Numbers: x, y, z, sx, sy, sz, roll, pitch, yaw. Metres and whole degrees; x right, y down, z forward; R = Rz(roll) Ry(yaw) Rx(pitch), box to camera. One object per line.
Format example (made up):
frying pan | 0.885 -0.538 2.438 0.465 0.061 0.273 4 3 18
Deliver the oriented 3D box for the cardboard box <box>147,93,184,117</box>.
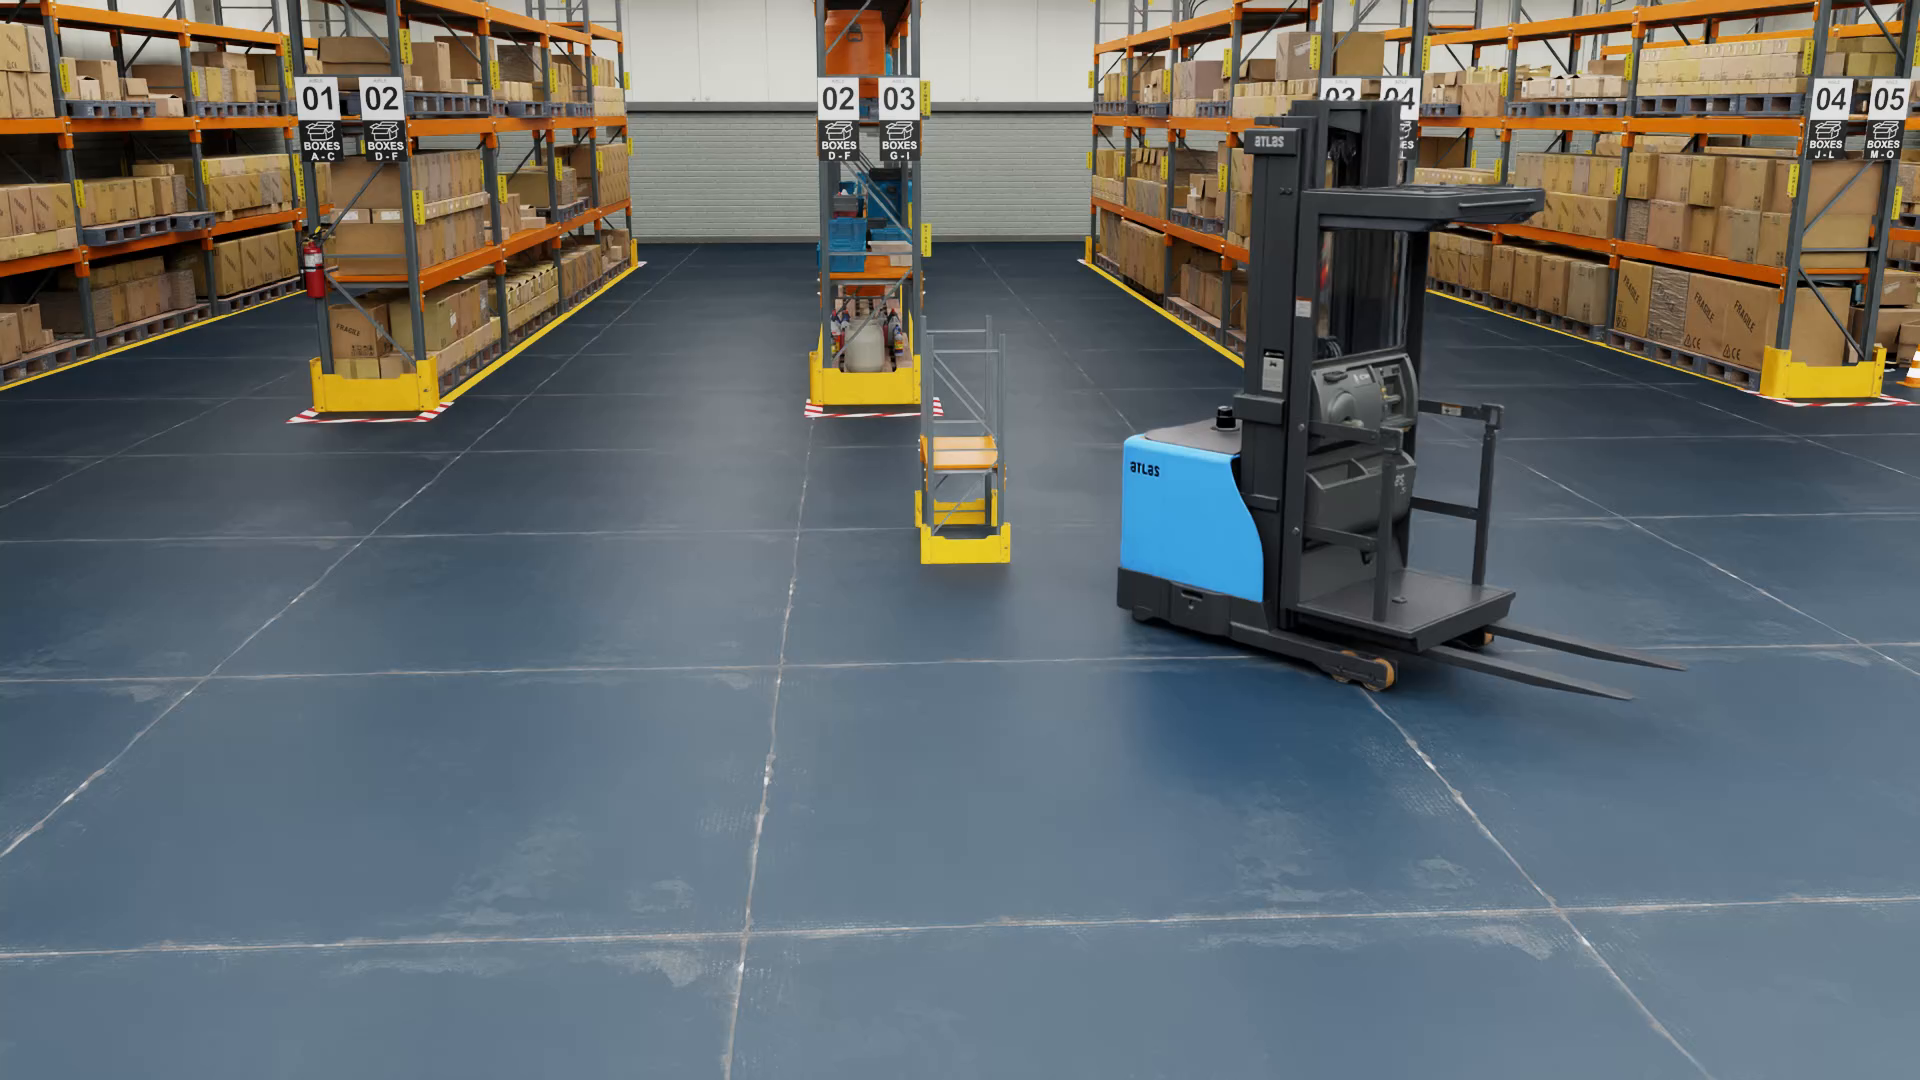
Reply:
cardboard box | -10.957 -5.933 22.686 0.500 0.311 0.500 -1 14 -3

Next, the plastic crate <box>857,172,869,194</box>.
plastic crate | -1.672 -6.797 31.734 0.616 0.435 0.499 -1 14 -3

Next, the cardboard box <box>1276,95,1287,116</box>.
cardboard box | 3.715 -4.677 17.964 0.500 0.250 0.500 -1 14 -2

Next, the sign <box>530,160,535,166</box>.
sign | -7.117 -6.170 27.750 0.100 0.325 0.005 -1 14 -3

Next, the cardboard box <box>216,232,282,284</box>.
cardboard box | -11.291 -4.465 26.333 0.750 0.750 0.750 0 14 -2

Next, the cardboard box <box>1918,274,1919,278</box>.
cardboard box | 13.530 -3.678 24.233 0.950 0.372 0.625 -1 14 -5

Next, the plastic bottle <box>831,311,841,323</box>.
plastic bottle | -1.500 -2.570 19.929 0.144 0.351 0.185 0 14 -2

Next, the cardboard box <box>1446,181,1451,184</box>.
cardboard box | 7.949 -5.632 26.461 0.380 0.149 0.250 -1 14 -2

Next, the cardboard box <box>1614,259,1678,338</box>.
cardboard box | 8.734 -2.992 20.556 0.875 0.875 0.875 -1 14 -3

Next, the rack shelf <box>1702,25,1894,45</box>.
rack shelf | 13.327 -7.932 26.542 1.077 0.370 4.000 -1 14 -3

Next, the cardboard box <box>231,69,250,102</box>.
cardboard box | -11.475 -7.040 25.765 0.700 0.500 0.500 -1 14 -4

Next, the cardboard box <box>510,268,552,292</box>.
cardboard box | -6.011 -3.654 23.259 0.500 0.311 0.500 -1 14 -4

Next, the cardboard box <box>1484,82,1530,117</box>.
cardboard box | 8.228 -6.609 24.973 0.500 0.500 0.500 -1 14 -3

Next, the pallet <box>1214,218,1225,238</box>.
pallet | 3.906 -4.023 21.528 1.003 0.211 1.213 -1 14 -3

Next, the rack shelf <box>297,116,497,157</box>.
rack shelf | -5.956 -4.379 17.948 1.077 0.370 4.000 -1 14 -3

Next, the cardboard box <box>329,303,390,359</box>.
cardboard box | -6.162 -2.141 16.996 0.500 0.500 0.500 -1 14 -3

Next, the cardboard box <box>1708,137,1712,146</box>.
cardboard box | 13.411 -7.059 29.433 0.380 0.149 0.250 -1 14 -3

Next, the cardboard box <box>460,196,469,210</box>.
cardboard box | -5.788 -3.817 18.838 0.380 0.149 0.250 -1 14 -4

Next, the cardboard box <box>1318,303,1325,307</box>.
cardboard box | 3.953 -2.521 19.478 0.500 0.500 0.500 -2 15 -8

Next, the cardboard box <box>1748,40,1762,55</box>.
cardboard box | 8.605 -5.218 17.628 0.380 0.149 0.250 -1 14 -2

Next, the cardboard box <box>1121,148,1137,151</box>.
cardboard box | 3.357 -7.225 31.788 0.500 0.500 0.500 -1 14 -3

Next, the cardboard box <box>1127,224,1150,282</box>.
cardboard box | 3.428 -4.707 27.220 1.225 0.875 0.875 -1 14 -5

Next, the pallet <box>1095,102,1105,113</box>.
pallet | 3.121 -8.133 31.276 1.003 0.211 1.213 -1 14 -3

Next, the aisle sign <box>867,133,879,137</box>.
aisle sign | -1.591 -8.113 31.821 0.394 0.787 0.004 -1 14 -3

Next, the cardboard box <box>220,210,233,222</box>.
cardboard box | -11.000 -4.793 24.598 0.380 0.149 0.250 0 14 -2

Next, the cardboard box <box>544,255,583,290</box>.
cardboard box | -6.135 -4.141 25.736 0.500 0.500 0.500 -1 14 -4

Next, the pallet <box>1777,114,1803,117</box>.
pallet | 13.358 -6.592 25.486 1.213 0.211 1.003 0 14 -1

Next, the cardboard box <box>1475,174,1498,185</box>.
cardboard box | 8.029 -5.455 25.174 0.380 0.149 0.250 -1 15 -6

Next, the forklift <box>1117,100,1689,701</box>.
forklift | 2.305 -0.789 8.712 1.130 2.935 3.031 -14 20 -42

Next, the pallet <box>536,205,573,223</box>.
pallet | -6.440 -4.841 24.707 1.213 0.211 1.003 -1 14 -3

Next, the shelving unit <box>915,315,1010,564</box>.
shelving unit | 0.005 -0.707 11.266 0.587 1.500 1.083 -1 14 -3

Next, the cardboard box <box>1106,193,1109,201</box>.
cardboard box | 2.872 -6.245 30.284 0.380 0.149 0.250 -1 14 -3

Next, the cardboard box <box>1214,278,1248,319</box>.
cardboard box | 3.780 -3.198 22.070 0.700 0.500 0.500 -1 14 -4

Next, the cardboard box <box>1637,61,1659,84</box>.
cardboard box | 8.515 -5.625 20.010 0.500 0.250 0.500 -1 14 -3

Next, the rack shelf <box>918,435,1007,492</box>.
rack shelf | 0.005 -0.531 11.302 0.538 0.185 1.000 -1 14 -3

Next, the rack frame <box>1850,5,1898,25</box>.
rack frame | 17.909 -10.044 32.504 1.000 3.000 0.127 -1 14 -3

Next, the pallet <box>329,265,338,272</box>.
pallet | -11.567 -4.828 29.867 1.003 0.211 1.213 -1 14 -3

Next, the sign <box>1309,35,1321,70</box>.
sign | 3.500 -4.807 16.392 0.100 0.325 0.005 -1 14 -3

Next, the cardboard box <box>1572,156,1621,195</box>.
cardboard box | 8.663 -4.885 22.284 0.700 0.500 0.500 -1 14 -3

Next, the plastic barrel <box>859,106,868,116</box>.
plastic barrel | -1.384 -5.666 20.501 0.600 0.901 0.708 -1 14 -3

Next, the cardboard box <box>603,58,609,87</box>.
cardboard box | -6.691 -8.365 29.793 0.700 0.500 0.500 -1 14 -3

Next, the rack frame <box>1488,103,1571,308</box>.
rack frame | 8.517 -4.970 24.822 1.000 3.000 0.127 -1 14 -3

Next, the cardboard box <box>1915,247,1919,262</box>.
cardboard box | 17.807 -5.246 30.539 0.396 0.266 0.258 0 14 -1

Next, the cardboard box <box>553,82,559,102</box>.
cardboard box | -6.420 -6.502 24.558 0.910 0.500 0.500 -1 14 -3

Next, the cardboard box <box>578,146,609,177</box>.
cardboard box | -6.356 -6.544 28.732 0.500 0.500 0.500 -1 14 -5

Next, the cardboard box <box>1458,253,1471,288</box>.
cardboard box | 8.186 -4.251 26.204 0.500 0.500 0.500 0 14 -1

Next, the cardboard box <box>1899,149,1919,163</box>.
cardboard box | 17.762 -7.083 31.235 0.500 0.500 0.500 -1 14 -2

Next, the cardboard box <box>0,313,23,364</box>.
cardboard box | -10.760 -2.200 18.192 0.700 0.500 0.500 -2 15 -7

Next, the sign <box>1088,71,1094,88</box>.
sign | 2.510 -8.815 31.835 0.100 0.325 0.005 -1 14 -3

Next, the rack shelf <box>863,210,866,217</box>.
rack shelf | -1.507 -4.991 26.348 1.077 0.370 4.000 -1 14 -3

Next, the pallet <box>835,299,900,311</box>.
pallet | -1.374 -3.298 23.922 1.003 0.211 1.213 -1 14 -3

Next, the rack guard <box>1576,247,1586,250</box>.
rack guard | 12.954 -5.856 33.285 1.175 0.500 0.348 -1 14 -3

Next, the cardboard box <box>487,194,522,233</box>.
cardboard box | -6.207 -4.398 22.398 0.500 0.500 0.500 -2 15 -6
